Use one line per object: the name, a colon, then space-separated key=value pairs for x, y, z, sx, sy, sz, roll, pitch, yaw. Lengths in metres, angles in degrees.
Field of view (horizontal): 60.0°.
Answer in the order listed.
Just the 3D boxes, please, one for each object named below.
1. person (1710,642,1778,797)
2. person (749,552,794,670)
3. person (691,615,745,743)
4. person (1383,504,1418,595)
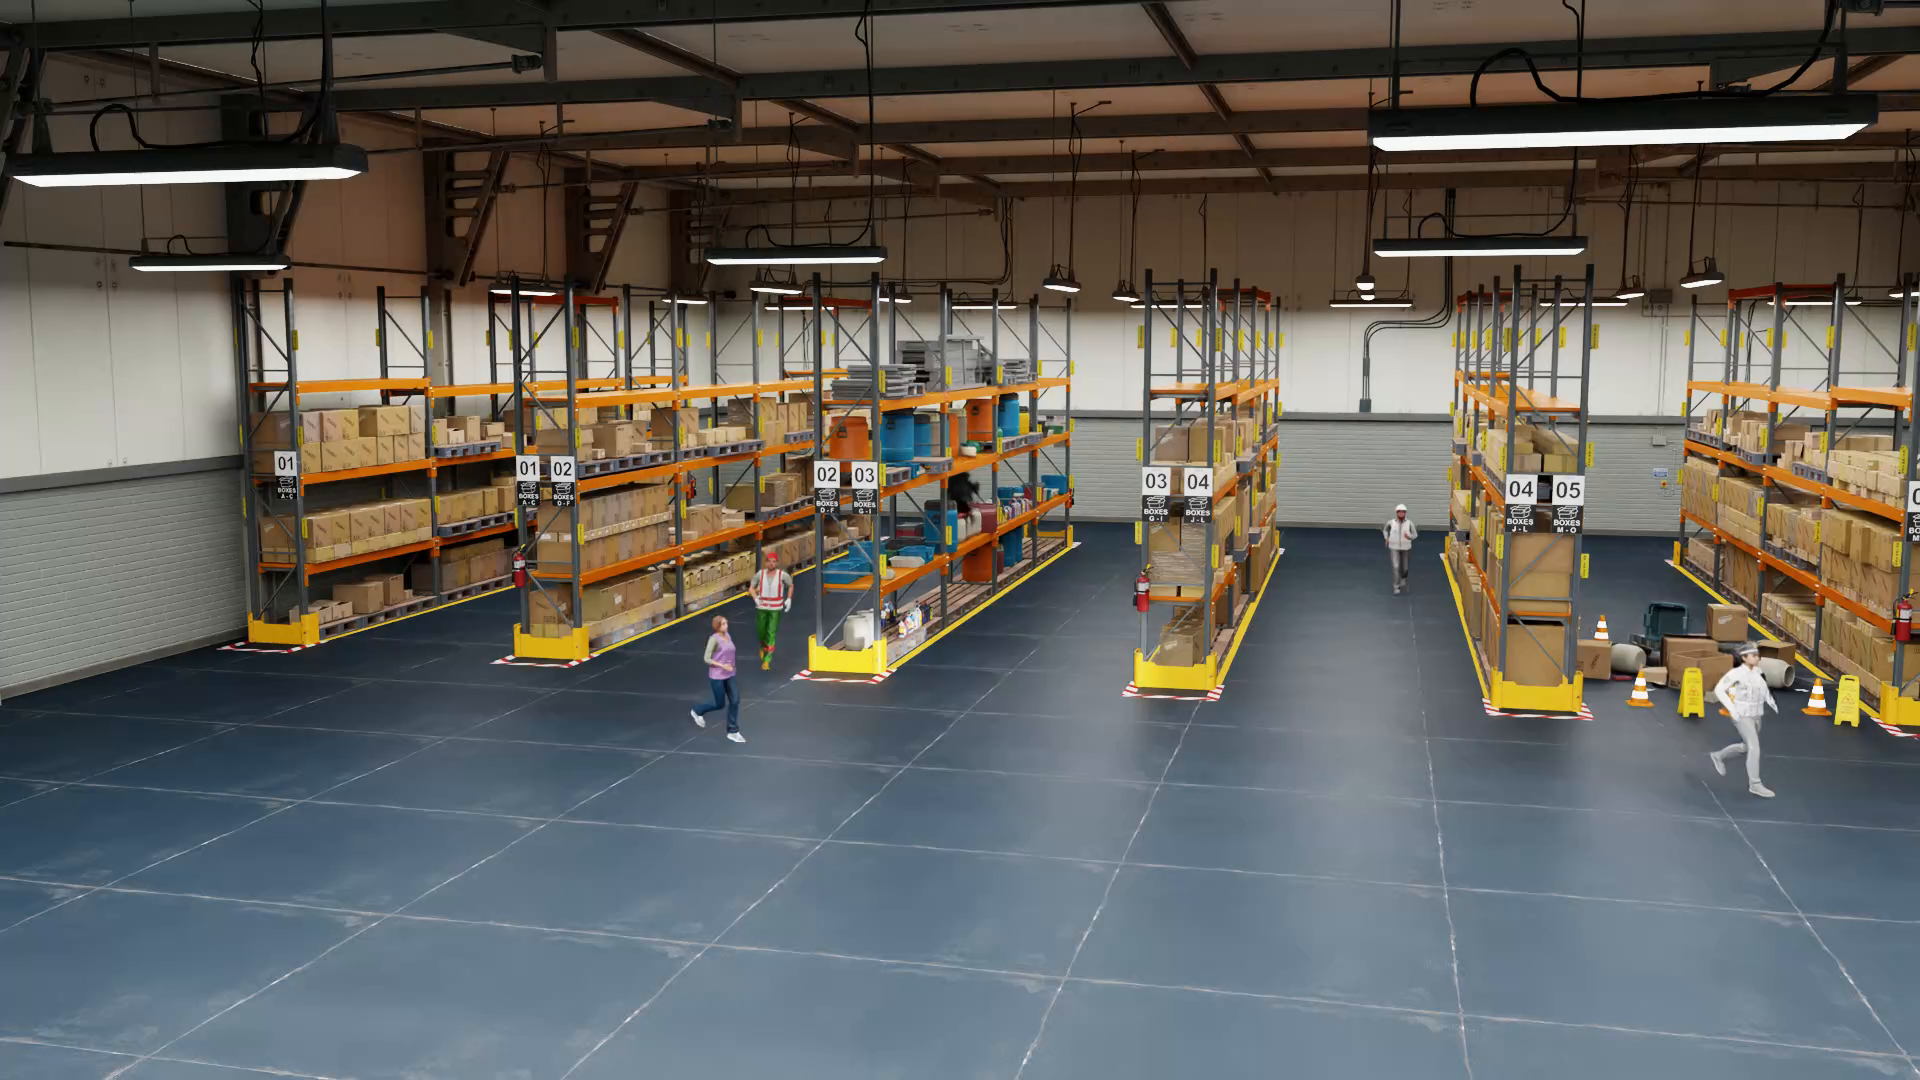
person: x=8.725 y=1.951 z=18.495 sx=0.643 sy=1.670 sz=0.856 roll=-3 pitch=8 yaw=-27
person: x=-2.906 y=1.067 z=25.597 sx=0.694 sy=1.779 sz=0.781 roll=0 pitch=7 yaw=-1
person: x=-3.030 y=1.732 z=20.901 sx=0.812 sy=1.588 sz=0.538 roll=4 pitch=8 yaw=31
person: x=8.718 y=0.170 z=32.961 sx=0.665 sy=1.750 sz=0.921 roll=1 pitch=7 yaw=11
